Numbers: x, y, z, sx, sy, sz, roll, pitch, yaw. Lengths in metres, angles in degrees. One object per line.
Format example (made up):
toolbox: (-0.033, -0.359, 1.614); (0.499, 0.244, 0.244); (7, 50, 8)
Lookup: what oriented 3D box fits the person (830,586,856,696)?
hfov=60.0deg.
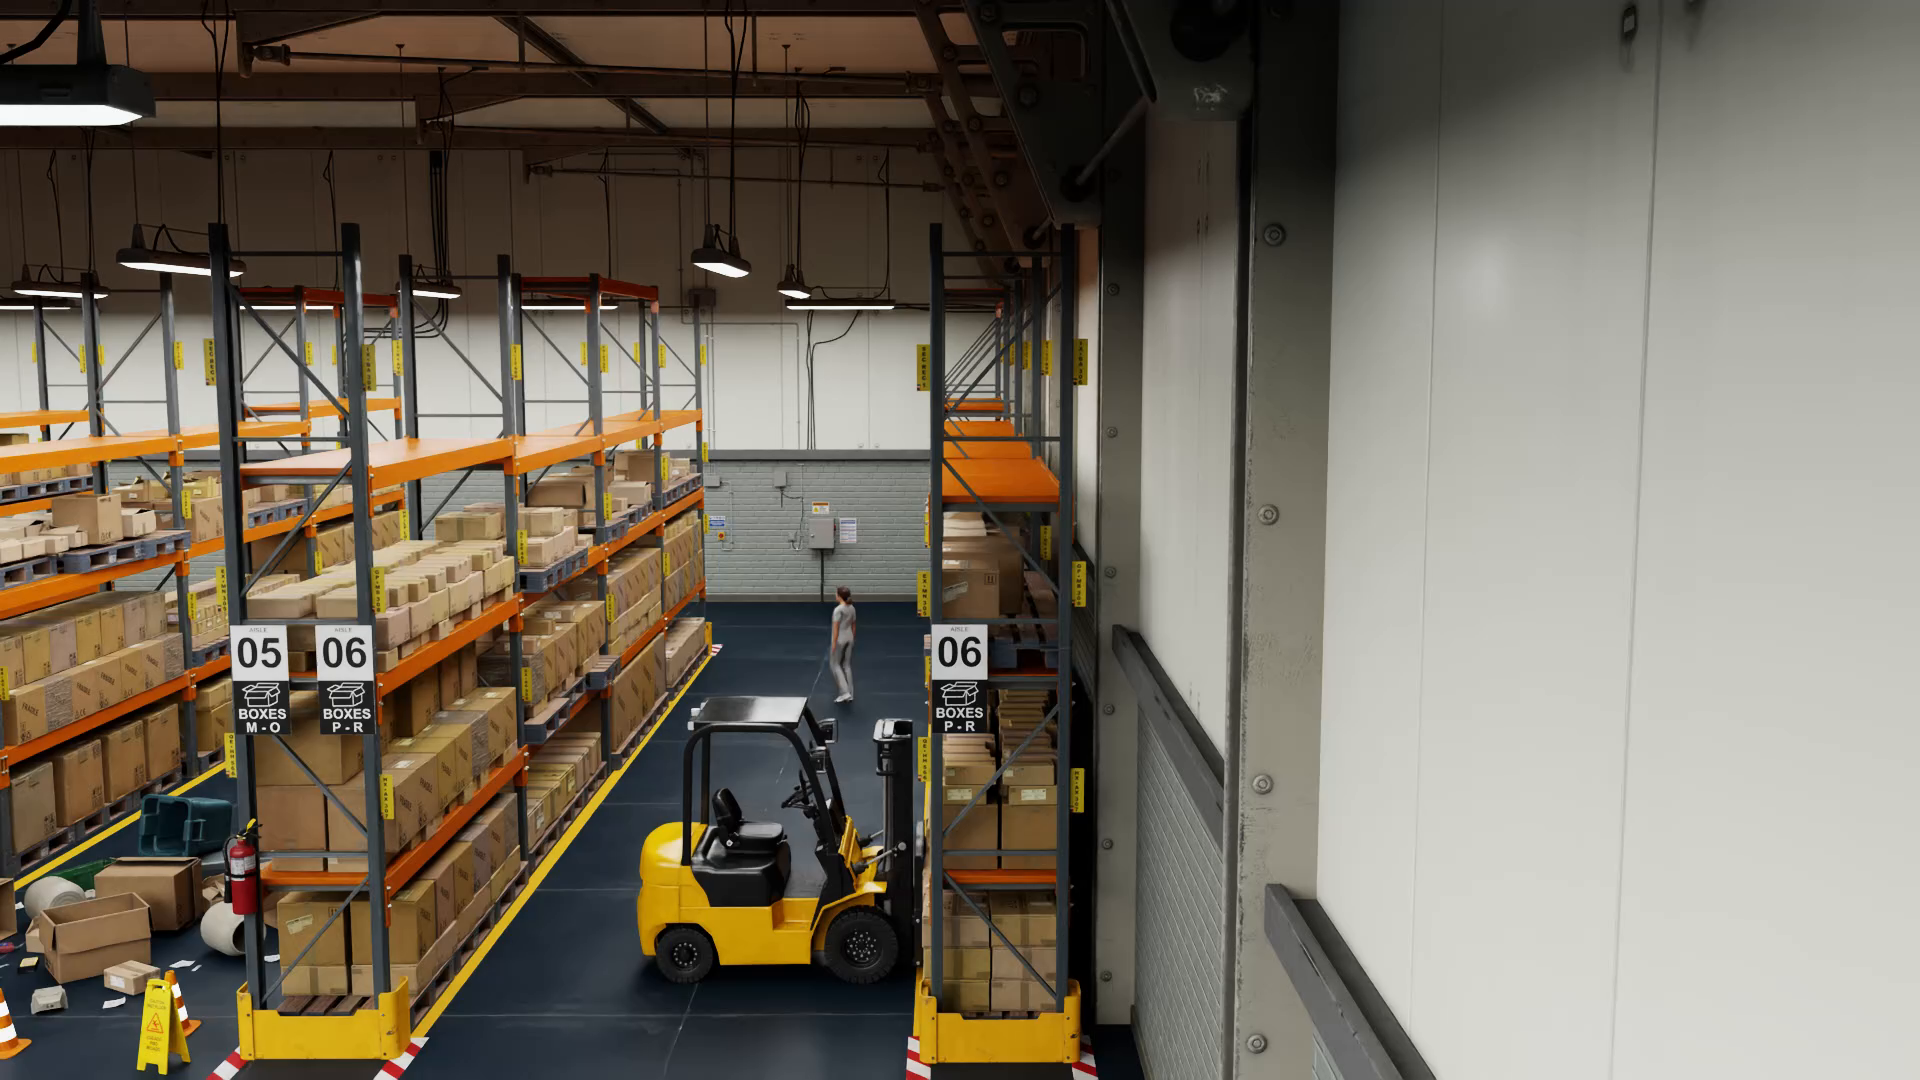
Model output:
person: (-1.693, 1.474, 24.244); (0.376, 1.601, 0.484); (6, 9, 43)
